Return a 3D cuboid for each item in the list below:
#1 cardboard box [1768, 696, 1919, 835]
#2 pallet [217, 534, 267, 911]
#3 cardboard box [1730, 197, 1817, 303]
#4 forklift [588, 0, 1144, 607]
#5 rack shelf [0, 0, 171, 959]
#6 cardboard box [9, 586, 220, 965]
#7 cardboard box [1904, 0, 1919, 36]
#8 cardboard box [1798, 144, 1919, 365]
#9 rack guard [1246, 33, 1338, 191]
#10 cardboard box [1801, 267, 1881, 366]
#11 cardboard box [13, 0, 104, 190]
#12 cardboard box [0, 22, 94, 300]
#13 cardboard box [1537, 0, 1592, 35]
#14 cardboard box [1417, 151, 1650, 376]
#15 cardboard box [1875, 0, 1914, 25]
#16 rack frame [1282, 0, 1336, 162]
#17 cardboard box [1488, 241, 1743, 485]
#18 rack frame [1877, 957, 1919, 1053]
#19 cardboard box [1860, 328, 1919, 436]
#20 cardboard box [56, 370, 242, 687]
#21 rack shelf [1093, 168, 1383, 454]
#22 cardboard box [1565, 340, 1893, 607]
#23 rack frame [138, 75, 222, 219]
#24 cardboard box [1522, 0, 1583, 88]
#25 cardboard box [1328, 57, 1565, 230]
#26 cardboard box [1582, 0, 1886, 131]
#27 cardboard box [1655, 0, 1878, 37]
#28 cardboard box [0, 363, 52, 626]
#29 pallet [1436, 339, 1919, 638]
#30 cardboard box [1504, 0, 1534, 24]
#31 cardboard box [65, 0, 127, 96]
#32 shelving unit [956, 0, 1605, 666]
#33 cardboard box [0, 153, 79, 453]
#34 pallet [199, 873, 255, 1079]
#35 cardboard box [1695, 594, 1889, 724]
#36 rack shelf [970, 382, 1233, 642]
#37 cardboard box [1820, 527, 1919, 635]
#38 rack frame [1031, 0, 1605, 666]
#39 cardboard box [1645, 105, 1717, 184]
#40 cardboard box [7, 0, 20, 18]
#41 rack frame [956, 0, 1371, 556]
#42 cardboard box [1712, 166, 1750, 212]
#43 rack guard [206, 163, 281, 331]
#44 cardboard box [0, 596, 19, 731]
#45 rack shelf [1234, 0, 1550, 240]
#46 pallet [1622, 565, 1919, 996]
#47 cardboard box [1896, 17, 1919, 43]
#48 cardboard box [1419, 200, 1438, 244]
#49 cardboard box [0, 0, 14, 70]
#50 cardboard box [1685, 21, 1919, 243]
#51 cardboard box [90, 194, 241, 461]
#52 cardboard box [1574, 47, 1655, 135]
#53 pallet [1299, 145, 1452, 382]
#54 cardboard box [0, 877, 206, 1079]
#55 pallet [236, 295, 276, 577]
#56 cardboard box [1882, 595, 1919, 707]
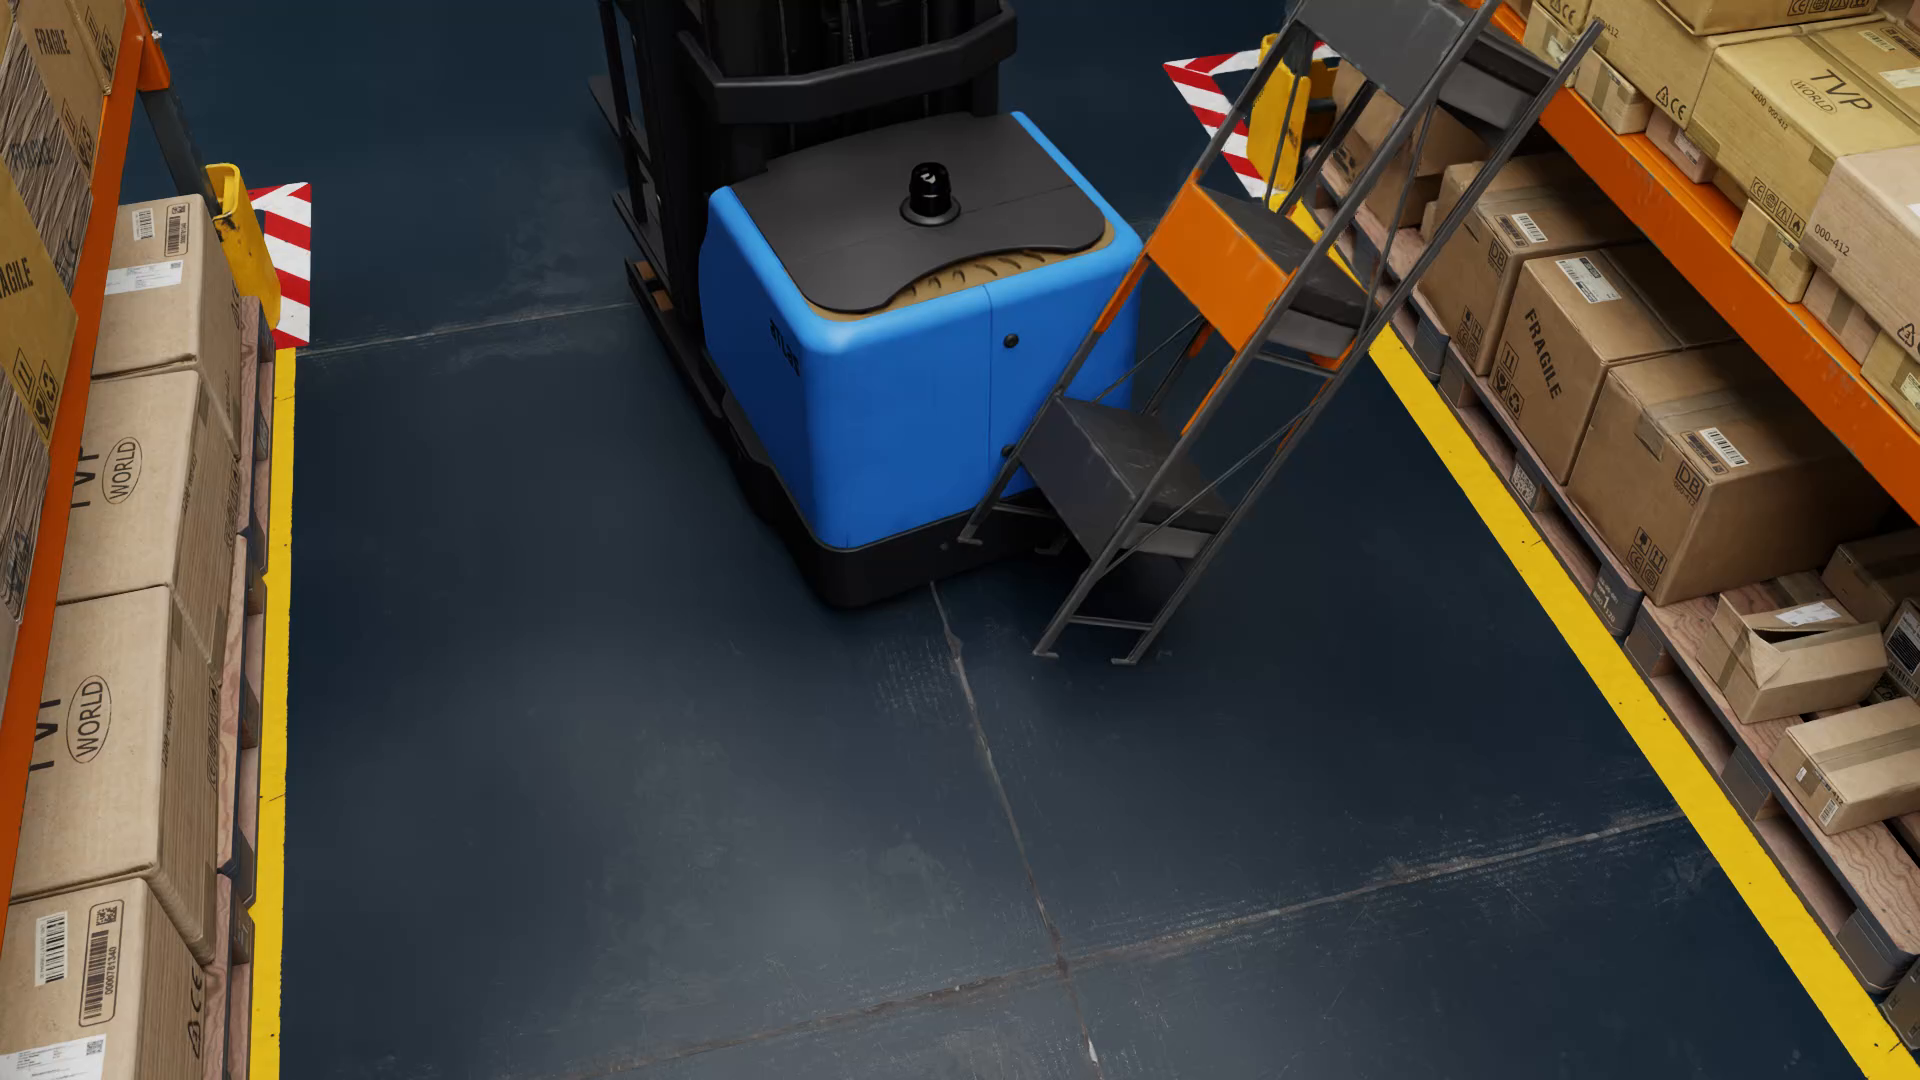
[{"bbox_3d":[2.342,0.578,4.285,0.380,0.149,0.250,-12,47,-12],"label":"cardboard box"},{"bbox_3d":[-2.464,0.562,4.552,1.003,0.211,1.213,-11,47,-10],"label":"pallet"},{"bbox_3d":[2.131,-0.736,4.047,0.380,0.149,0.250,-11,47,-11],"label":"cardboard box"},{"bbox_3d":[-0.562,-1.886,5.046,1.130,2.935,3.031,-19,49,-18],"label":"forklift"},{"bbox_3d":[-2.541,-0.160,3.811,1.077,0.370,4.000,-11,47,-10],"label":"rack shelf"},{"bbox_3d":[-2.316,0.647,4.015,0.875,0.438,0.875,-12,47,-11],"label":"cardboard box"},{"bbox_3d":[2.644,-1.332,3.827,0.500,0.500,0.500,-12,47,-11],"label":"cardboard box"},{"bbox_3d":[2.259,-0.643,3.677,0.500,0.250,0.500,-11,47,-10],"label":"cardboard box"},{"bbox_3d":[1.764,-1.776,6.640,1.175,0.500,0.348,-11,47,-10],"label":"rack guard"},{"bbox_3d":[2.224,-0.564,3.879,0.380,0.149,0.250,-10,46,-9],"label":"cardboard box"},{"bbox_3d":[-2.560,-1.194,4.250,0.500,0.500,0.500,-12,47,-11],"label":"cardboard box"},{"bbox_3d":[-2.419,-0.841,3.904,0.500,0.500,0.500,-9,46,-9],"label":"cardboard box"},{"bbox_3d":[1.862,-1.695,4.707,0.500,0.250,0.500,-12,47,-11],"label":"cardboard box"},{"bbox_3d":[1.990,-0.938,5.525,0.700,0.500,0.500,-9,46,-9],"label":"cardboard box"},{"bbox_3d":[2.505,-1.426,4.444,0.500,0.250,0.500,-11,47,-10],"label":"cardboard box"},{"bbox_3d":[1.744,-2.703,5.799,1.000,3.000,0.127,-11,47,-10],"label":"rack frame"},{"bbox_3d":[2.029,-0.555,5.150,0.500,0.500,0.500,-10,46,-10],"label":"cardboard box"},{"bbox_3d":[2.768,0.059,3.092,1.000,3.000,0.127,-11,47,-10],"label":"rack frame"},{"bbox_3d":[2.265,-0.378,3.696,0.380,0.149,0.250,-10,46,-9],"label":"cardboard box"},{"bbox_3d":[-2.545,0.025,4.626,0.875,0.438,0.875,-10,46,-9],"label":"cardboard box"},{"bbox_3d":[0.748,-0.595,4.424,0.431,0.518,0.480,8,36,-39],"label":"rack shelf"},{"bbox_3d":[2.256,-0.222,4.823,0.700,0.500,0.500,-12,47,-12],"label":"cardboard box"},{"bbox_3d":[-3.053,-1.793,4.907,1.000,3.000,0.127,-11,47,-10],"label":"rack frame"},{"bbox_3d":[1.845,-1.440,4.736,0.380,0.149,0.250,-12,47,-11],"label":"cardboard box"},{"bbox_3d":[1.809,-1.537,6.110,0.797,0.503,0.637,-12,47,-12],"label":"cardboard box"},{"bbox_3d":[2.014,-1.346,4.365,0.500,0.250,0.500,-12,47,-11],"label":"cardboard box"},{"bbox_3d":[1.984,-1.619,4.108,0.500,0.500,0.500,-10,46,-9],"label":"cardboard box"},{"bbox_3d":[-2.142,-0.131,3.208,0.500,0.500,0.500,-10,47,-10],"label":"cardboard box"},{"bbox_3d":[2.277,-0.284,5.380,1.003,0.211,1.213,-11,47,-10],"label":"pallet"},{"bbox_3d":[1.853,-1.628,4.921,0.380,0.149,0.250,-10,46,-10],"label":"cardboard box"},{"bbox_3d":[-2.674,-1.543,4.592,0.500,0.500,0.500,-10,47,-10],"label":"cardboard box"},{"bbox_3d":[0.754,-0.605,4.418,0.431,2.100,0.503,8,36,-39],"label":"shelving unit"},{"bbox_3d":[-2.274,-0.487,3.557,0.500,0.500,0.500,-9,46,-9],"label":"cardboard box"},{"bbox_3d":[-2.148,1.405,3.725,1.003,0.211,1.213,-11,47,-10],"label":"pallet"},{"bbox_3d":[2.250,0.291,4.485,0.396,0.266,0.258,-9,46,-9],"label":"cardboard box"},{"bbox_3d":[0.411,-0.069,4.741,0.431,0.518,0.480,8,36,-39],"label":"rack shelf"},{"bbox_3d":[2.716,0.111,4.743,0.380,0.149,0.250,-11,47,-11],"label":"cardboard box"},{"bbox_3d":[0.859,-0.446,4.265,0.400,2.100,0.015,8,36,-39],"label":"rack frame"},{"bbox_3d":[2.065,-1.096,4.400,0.380,0.149,0.250,-11,47,-10],"label":"cardboard box"},{"bbox_3d":[-2.537,-1.533,3.882,0.500,0.500,0.500,-11,47,-10],"label":"cardboard box"},{"bbox_3d":[0.650,-0.764,4.571,0.400,2.100,0.015,8,36,-39],"label":"rack frame"},{"bbox_3d":[2.173,-0.934,4.241,0.380,0.149,0.250,-10,46,-10],"label":"cardboard box"},{"bbox_3d":[-3.059,-0.935,5.816,1.175,0.500,0.348,-11,47,-10],"label":"rack guard"},{"bbox_3d":[-2.021,0.214,2.870,0.500,0.500,0.500,-10,47,-10],"label":"cardboard box"},{"bbox_3d":[1.084,-1.121,4.108,0.431,0.518,0.480,8,36,-39],"label":"rack shelf"},{"bbox_3d":[2.593,0.560,4.553,1.003,0.211,1.213,-11,47,-10],"label":"pallet"},{"bbox_3d":[2.637,-1.086,4.111,0.500,0.250,0.500,-10,46,-9],"label":"cardboard box"},{"bbox_3d":[1.880,-1.112,5.942,0.380,0.149,0.250,-12,47,-12],"label":"cardboard box"},{"bbox_3d":[-2.414,-1.191,3.547,0.500,0.500,0.500,-11,47,-11],"label":"cardboard box"},{"bbox_3d":[2.145,-0.990,4.017,0.500,0.250,0.500,-11,47,-11],"label":"cardboard box"},{"bbox_3d":[-2.788,-0.606,5.243,0.875,0.438,0.875,-12,47,-12],"label":"cardboard box"},{"bbox_3d":[1.932,-1.261,4.562,0.380,0.149,0.250,-10,46,-9],"label":"cardboard box"},{"bbox_3d":[1.969,-1.124,6.204,1.003,0.211,1.213,-11,47,-10],"label":"pallet"},{"bbox_3d":[-2.086,1.265,3.410,0.875,0.438,0.875,-11,47,-11],"label":"cardboard box"},{"bbox_3d":[-2.773,-0.279,5.376,1.003,0.211,1.213,-11,47,-10],"label":"pallet"},{"bbox_3d":[2.828,0.353,4.392,0.500,0.311,0.500,-9,46,-9],"label":"cardboard box"}]
